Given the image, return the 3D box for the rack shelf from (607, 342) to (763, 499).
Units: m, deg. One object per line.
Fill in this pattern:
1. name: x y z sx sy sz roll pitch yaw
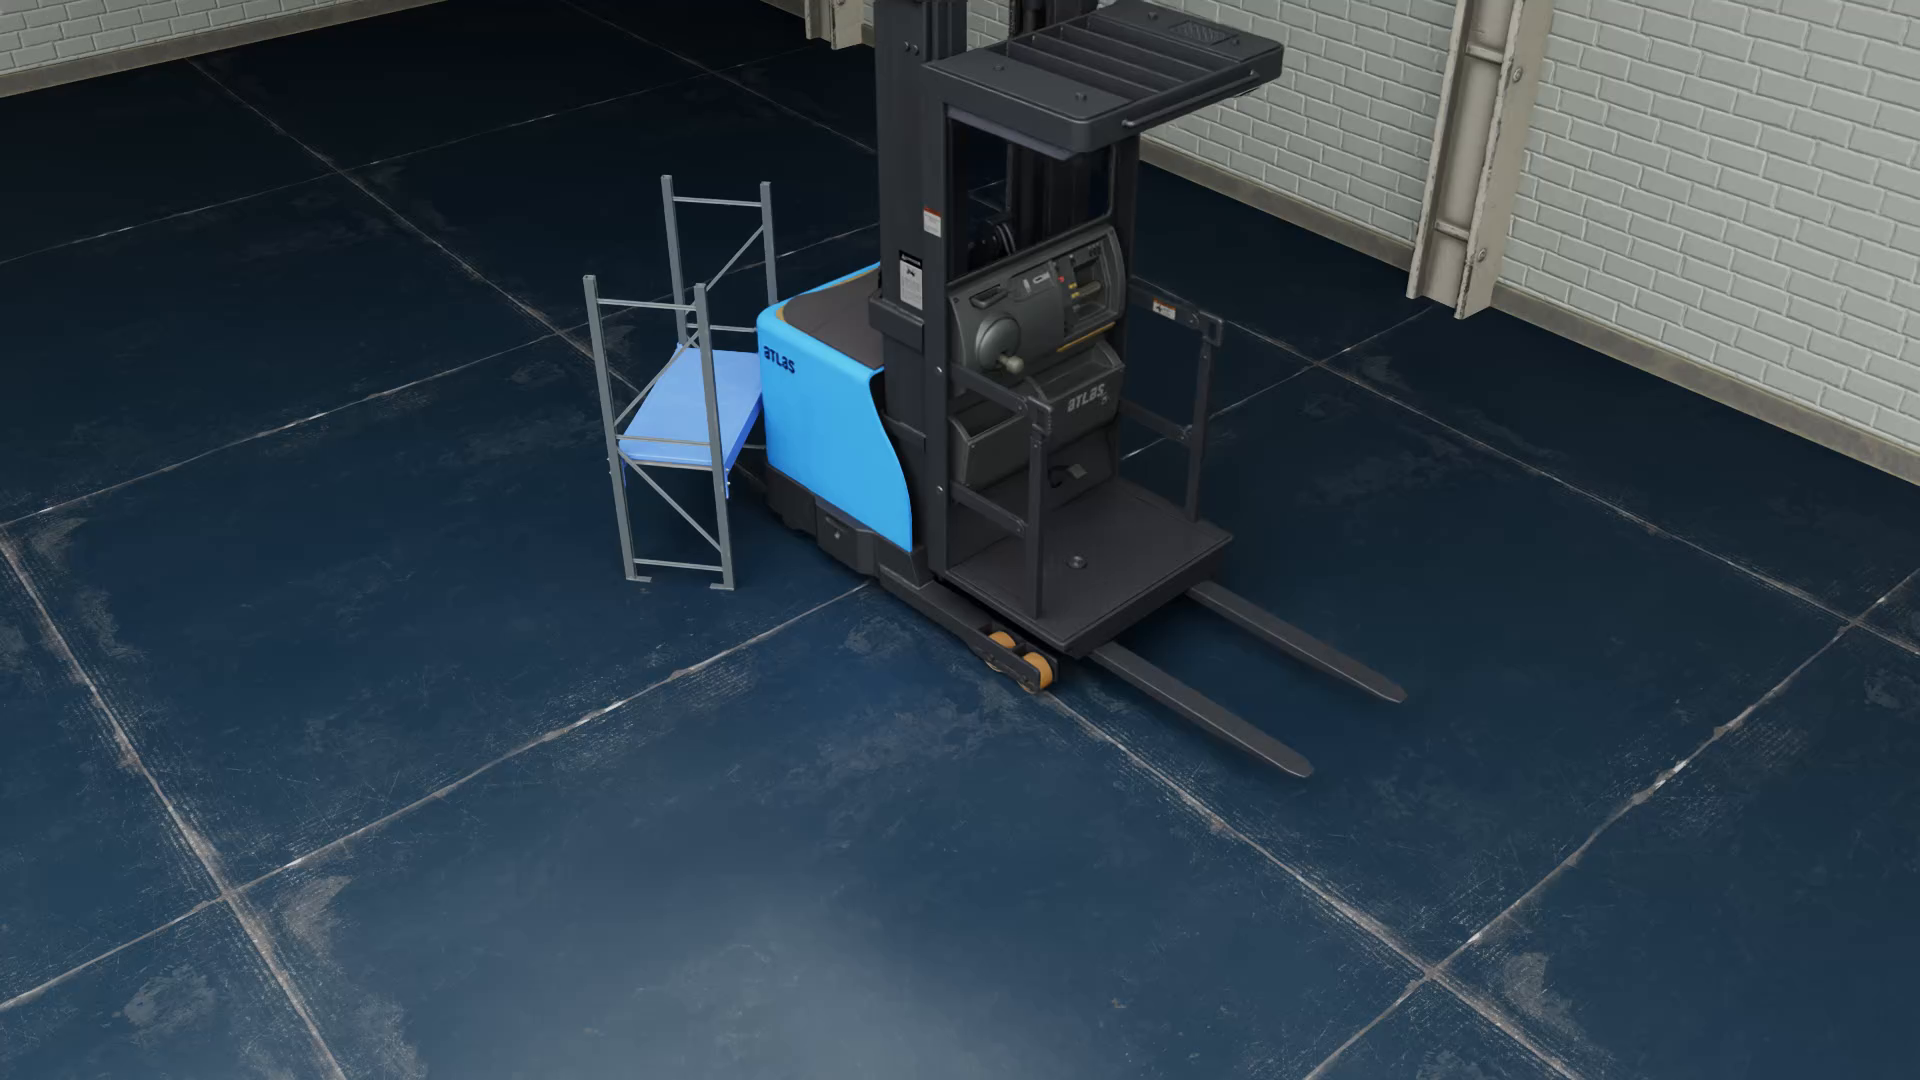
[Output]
1. rack shelf: -1.173 -0.560 7.554 0.538 0.185 1.000 5 36 8

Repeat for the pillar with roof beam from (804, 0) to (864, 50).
1. pillar with roof beam: -4.298 -6.122 8.607 9.100 9.000 0.400 -26 43 -32

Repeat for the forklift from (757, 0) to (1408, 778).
1. forklift: 0.468 -0.903 6.489 1.130 2.935 3.031 -29 44 -34

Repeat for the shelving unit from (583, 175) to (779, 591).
1. shelving unit: -1.173 -0.707 7.450 0.538 1.500 1.048 5 36 8

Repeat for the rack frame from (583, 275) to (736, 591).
1. rack frame: -1.255 -0.417 7.041 0.500 1.500 0.032 5 36 8

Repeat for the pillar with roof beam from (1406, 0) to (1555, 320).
1. pillar with roof beam: -0.426 -3.472 4.867 9.100 9.000 0.400 -26 43 -32

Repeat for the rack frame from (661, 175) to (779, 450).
1. rack frame: -1.092 -0.997 7.860 0.500 1.500 0.032 5 36 8
